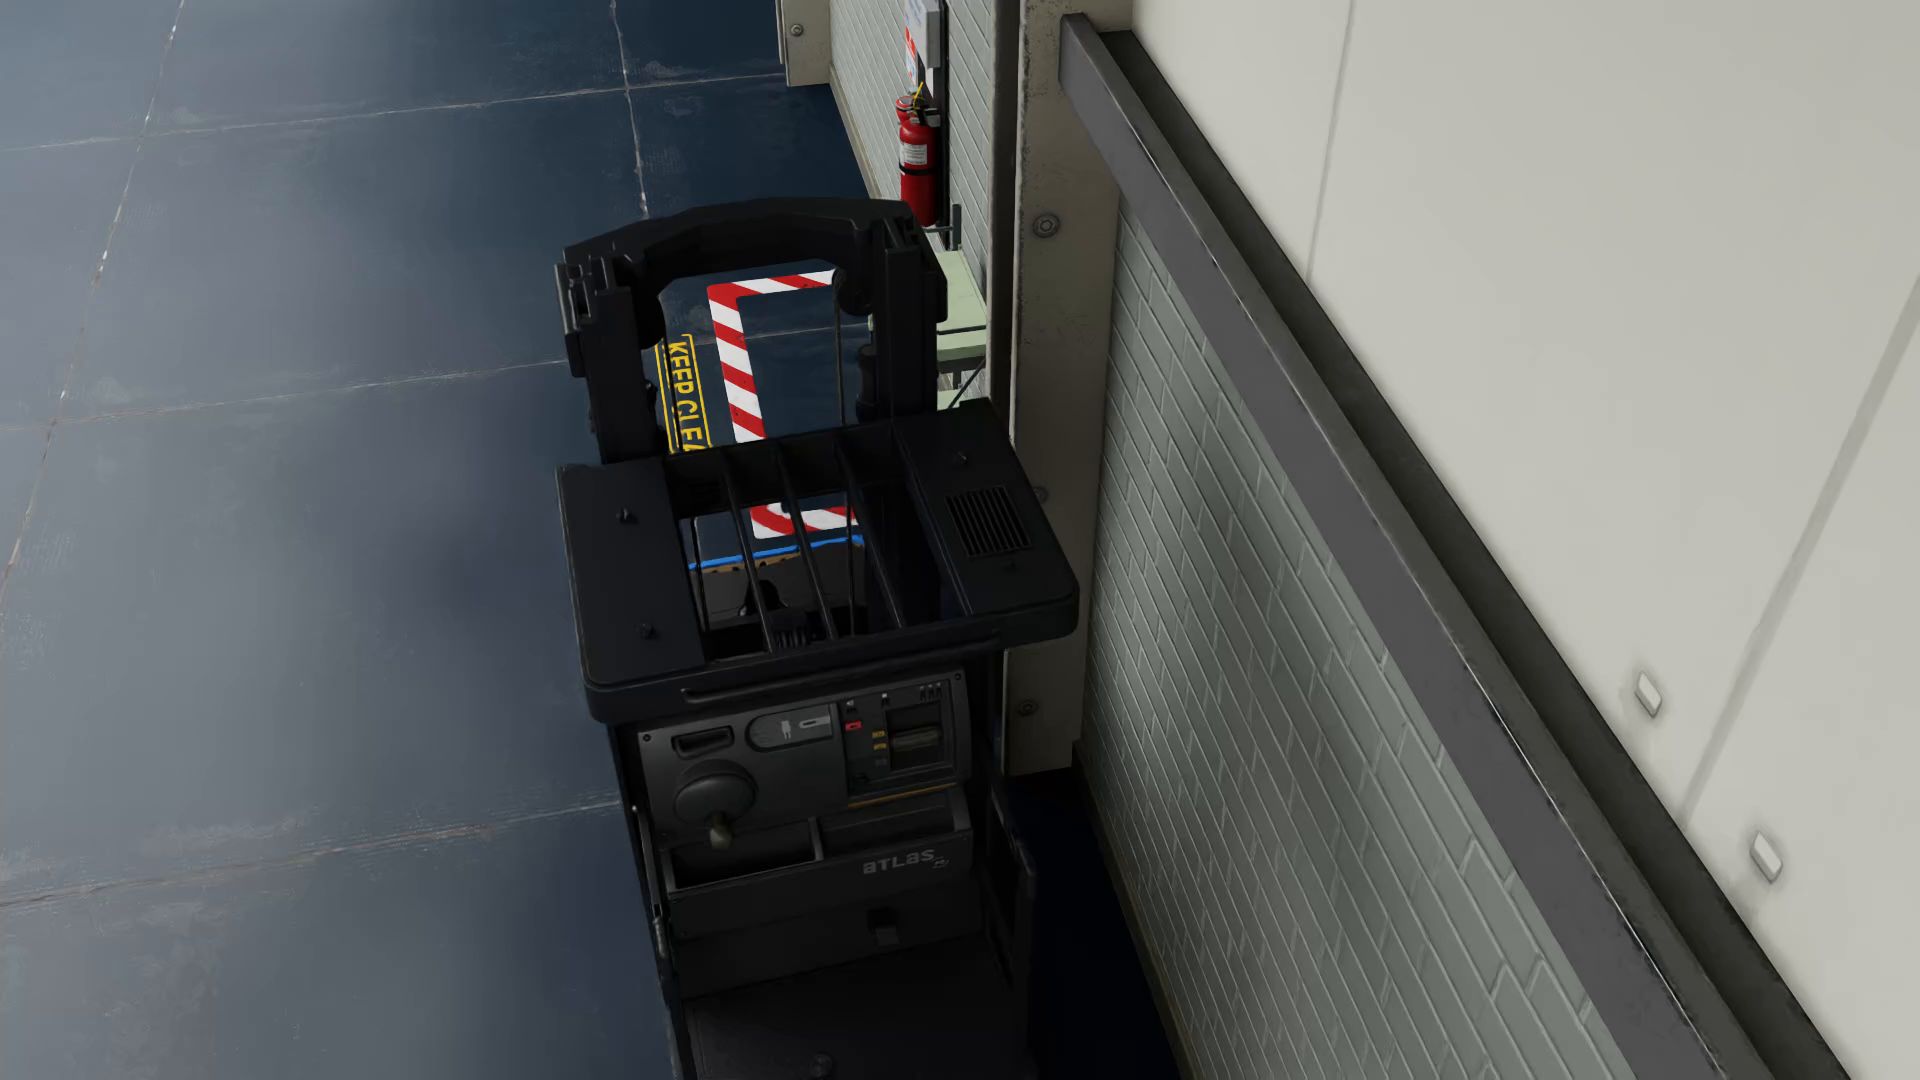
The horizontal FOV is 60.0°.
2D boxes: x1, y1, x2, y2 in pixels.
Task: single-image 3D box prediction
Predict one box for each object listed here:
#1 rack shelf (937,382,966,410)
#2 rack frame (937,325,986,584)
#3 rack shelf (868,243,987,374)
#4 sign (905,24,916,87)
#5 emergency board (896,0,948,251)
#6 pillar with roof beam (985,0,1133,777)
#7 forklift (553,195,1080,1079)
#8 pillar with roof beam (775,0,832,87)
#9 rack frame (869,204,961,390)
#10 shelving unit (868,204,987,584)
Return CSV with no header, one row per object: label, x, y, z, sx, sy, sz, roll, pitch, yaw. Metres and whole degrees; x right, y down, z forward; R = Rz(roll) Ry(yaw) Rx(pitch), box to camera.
rack shelf,-0.110,-0.304,7.235,0.431,0.370,0.720,-9,42,-10
rack frame,-0.028,-0.310,6.752,0.400,1.500,0.023,-9,42,-10
rack shelf,-0.110,-0.839,6.759,0.431,0.370,0.720,-9,42,-10
sign,-0.235,-2.340,7.881,0.001,0.329,0.234,-8,42,-9
emergency board,-0.216,-1.953,7.472,0.194,1.169,0.643,-8,42,-9
pillar with roof beam,-3.924,-1.972,2.975,9.100,9.000,0.400,-8,42,-9
forklift,-0.368,0.695,4.541,1.130,2.935,3.031,-10,43,-11
pillar with roof beam,-5.219,-5.862,7.357,9.100,9.000,0.400,-8,42,-9
rack frame,-0.192,-0.784,7.285,0.400,1.500,0.023,-9,42,-10
shelving unit,-0.110,-0.547,7.018,0.431,1.500,0.755,-9,42,-10
